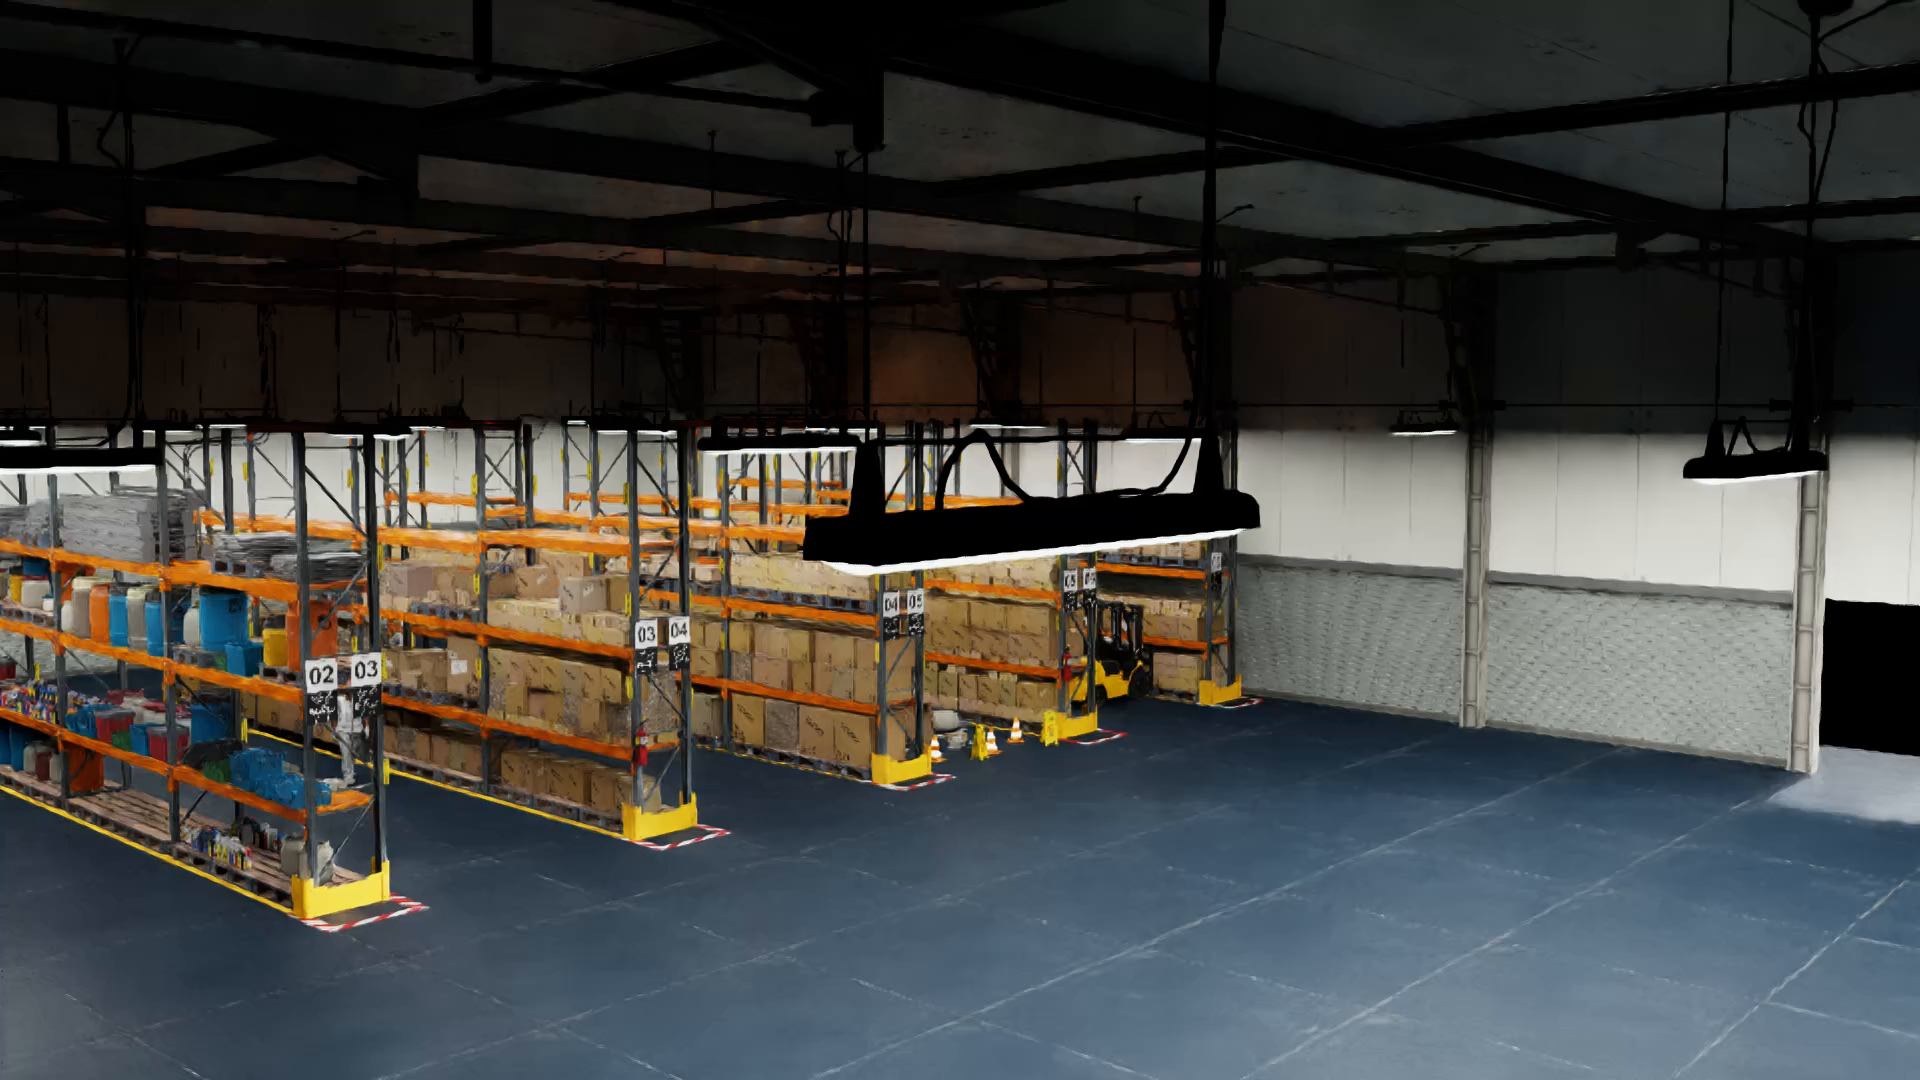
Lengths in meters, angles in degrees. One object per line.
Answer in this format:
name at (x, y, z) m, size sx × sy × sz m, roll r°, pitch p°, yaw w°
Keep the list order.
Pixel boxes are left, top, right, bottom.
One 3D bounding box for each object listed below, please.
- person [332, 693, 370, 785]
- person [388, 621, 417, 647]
person at (-10.184, 3.184, 27.854) m, size 0.553 × 1.723 × 1.035 m, roll -4°, pitch 6°, yaw -39°
person at (-11.924, 2.562, 35.617) m, size 0.552 × 1.742 × 0.677 m, roll 4°, pitch 6°, yaw 40°
